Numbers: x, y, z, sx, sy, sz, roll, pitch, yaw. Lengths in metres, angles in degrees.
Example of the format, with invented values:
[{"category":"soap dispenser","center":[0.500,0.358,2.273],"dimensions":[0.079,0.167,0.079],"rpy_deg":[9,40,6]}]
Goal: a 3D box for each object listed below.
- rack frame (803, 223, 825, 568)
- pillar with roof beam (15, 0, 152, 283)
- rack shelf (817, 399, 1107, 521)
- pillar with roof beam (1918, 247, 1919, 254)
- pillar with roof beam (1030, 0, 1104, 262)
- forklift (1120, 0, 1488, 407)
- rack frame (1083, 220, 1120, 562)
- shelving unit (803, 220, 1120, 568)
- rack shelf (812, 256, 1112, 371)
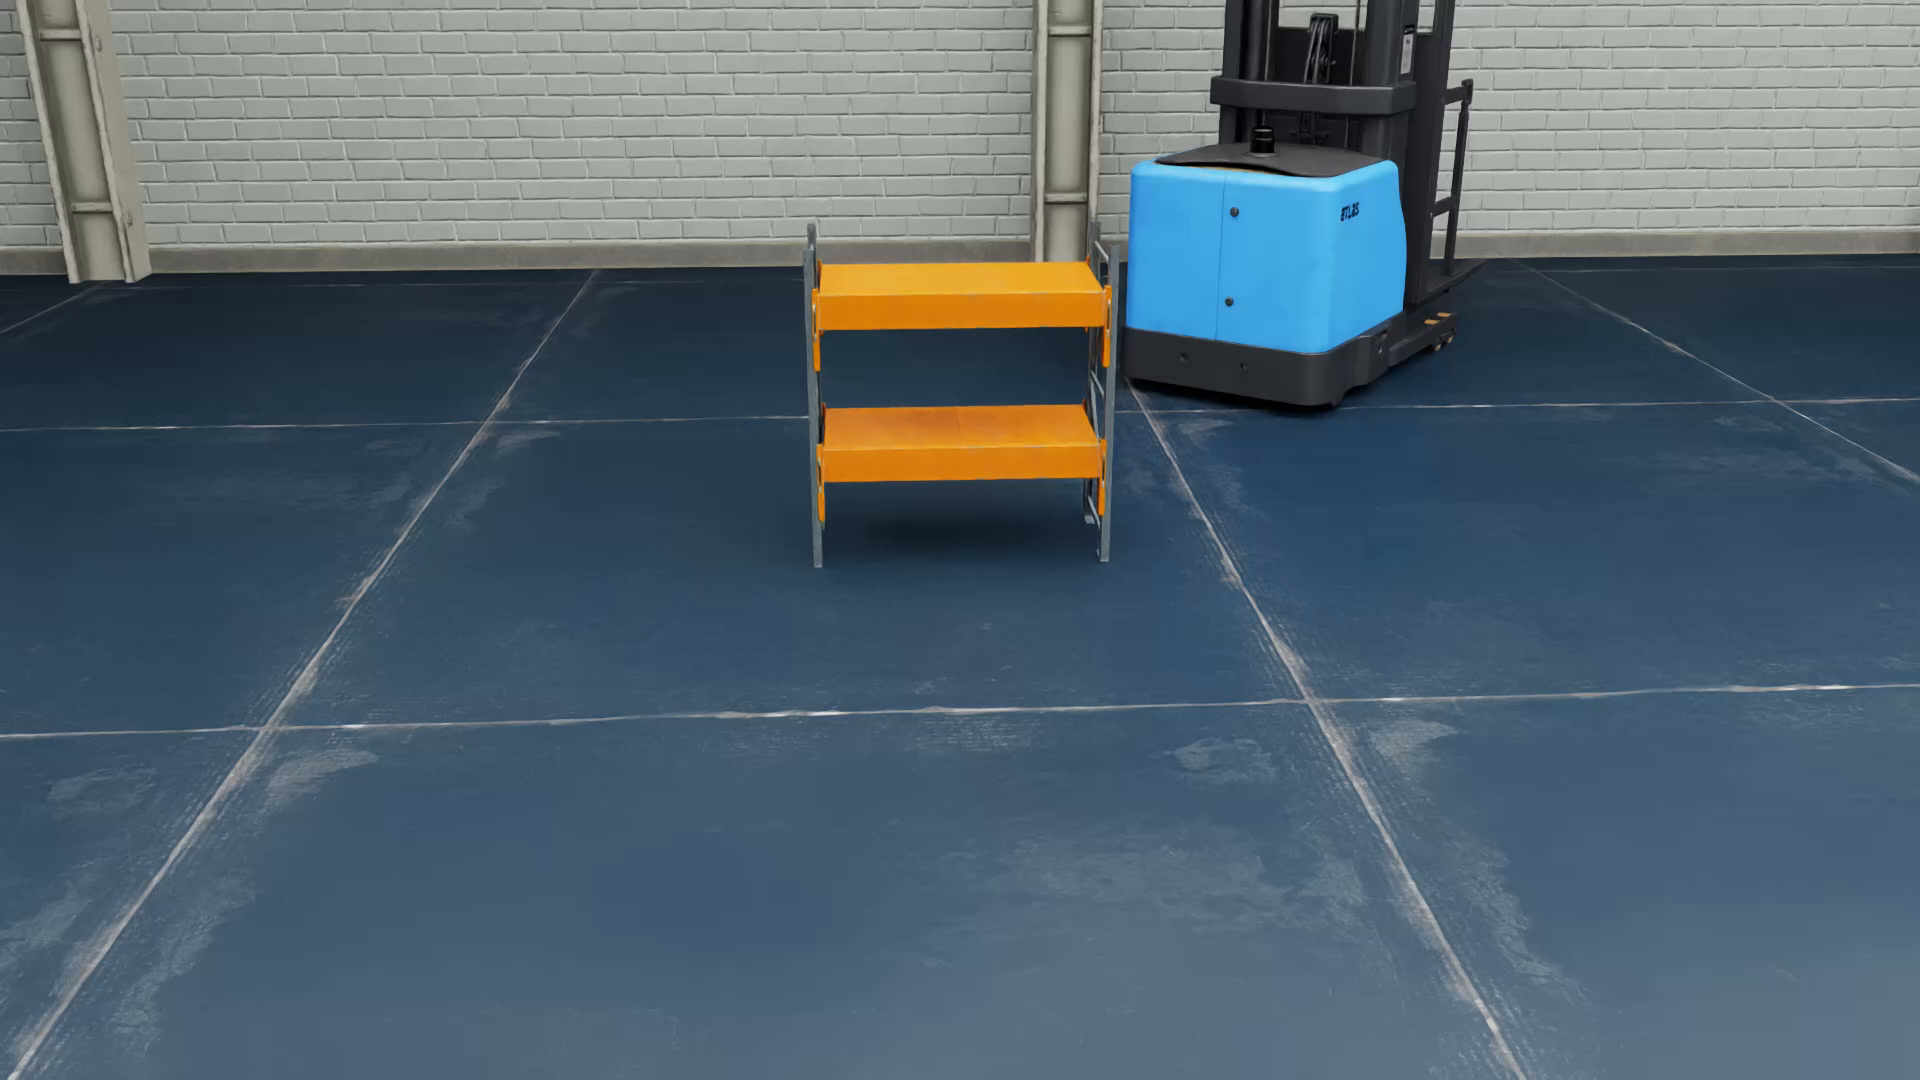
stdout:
[{"category":"rack frame","center":[-0.514,-0.515,5.893],"dimensions":[0.032,1.125,0.500],"rpy_deg":[-1,21,-3]},{"category":"pillar with roof beam","center":[-5.082,-4.324,4.831],"dimensions":[0.400,9.000,9.100],"rpy_deg":[-1,21,-3]},{"category":"rack shelf","center":[-0.007,-0.297,6.007],"dimensions":[1.000,0.278,0.538],"rpy_deg":[-1,21,-3]},{"category":"pillar with roof beam","center":[6.898,-4.568,5.471],"dimensions":[0.400,9.000,9.100],"rpy_deg":[-1,21,-3]},{"category":"pillar with roof beam","center":[0.908,-4.446,5.151],"dimensions":[0.400,9.000,9.100],"rpy_deg":[-1,21,-3]},{"category":"forklift","center":[2.011,-2.445,8.424],"dimensions":[1.130,2.935,3.031],"rpy_deg":[13,25,31]},{"category":"rack frame","center":[0.501,-0.536,5.948],"dimensions":[0.032,1.125,0.500],"rpy_deg":[-1,21,-3]},{"category":"shelving unit","center":[-0.007,-0.526,5.920],"dimensions":[1.048,1.125,0.538],"rpy_deg":[-1,21,-3]},{"category":"rack shelf","center":[-0.007,-0.799,5.816],"dimensions":[1.000,0.278,0.538],"rpy_deg":[-1,21,-3]}]
